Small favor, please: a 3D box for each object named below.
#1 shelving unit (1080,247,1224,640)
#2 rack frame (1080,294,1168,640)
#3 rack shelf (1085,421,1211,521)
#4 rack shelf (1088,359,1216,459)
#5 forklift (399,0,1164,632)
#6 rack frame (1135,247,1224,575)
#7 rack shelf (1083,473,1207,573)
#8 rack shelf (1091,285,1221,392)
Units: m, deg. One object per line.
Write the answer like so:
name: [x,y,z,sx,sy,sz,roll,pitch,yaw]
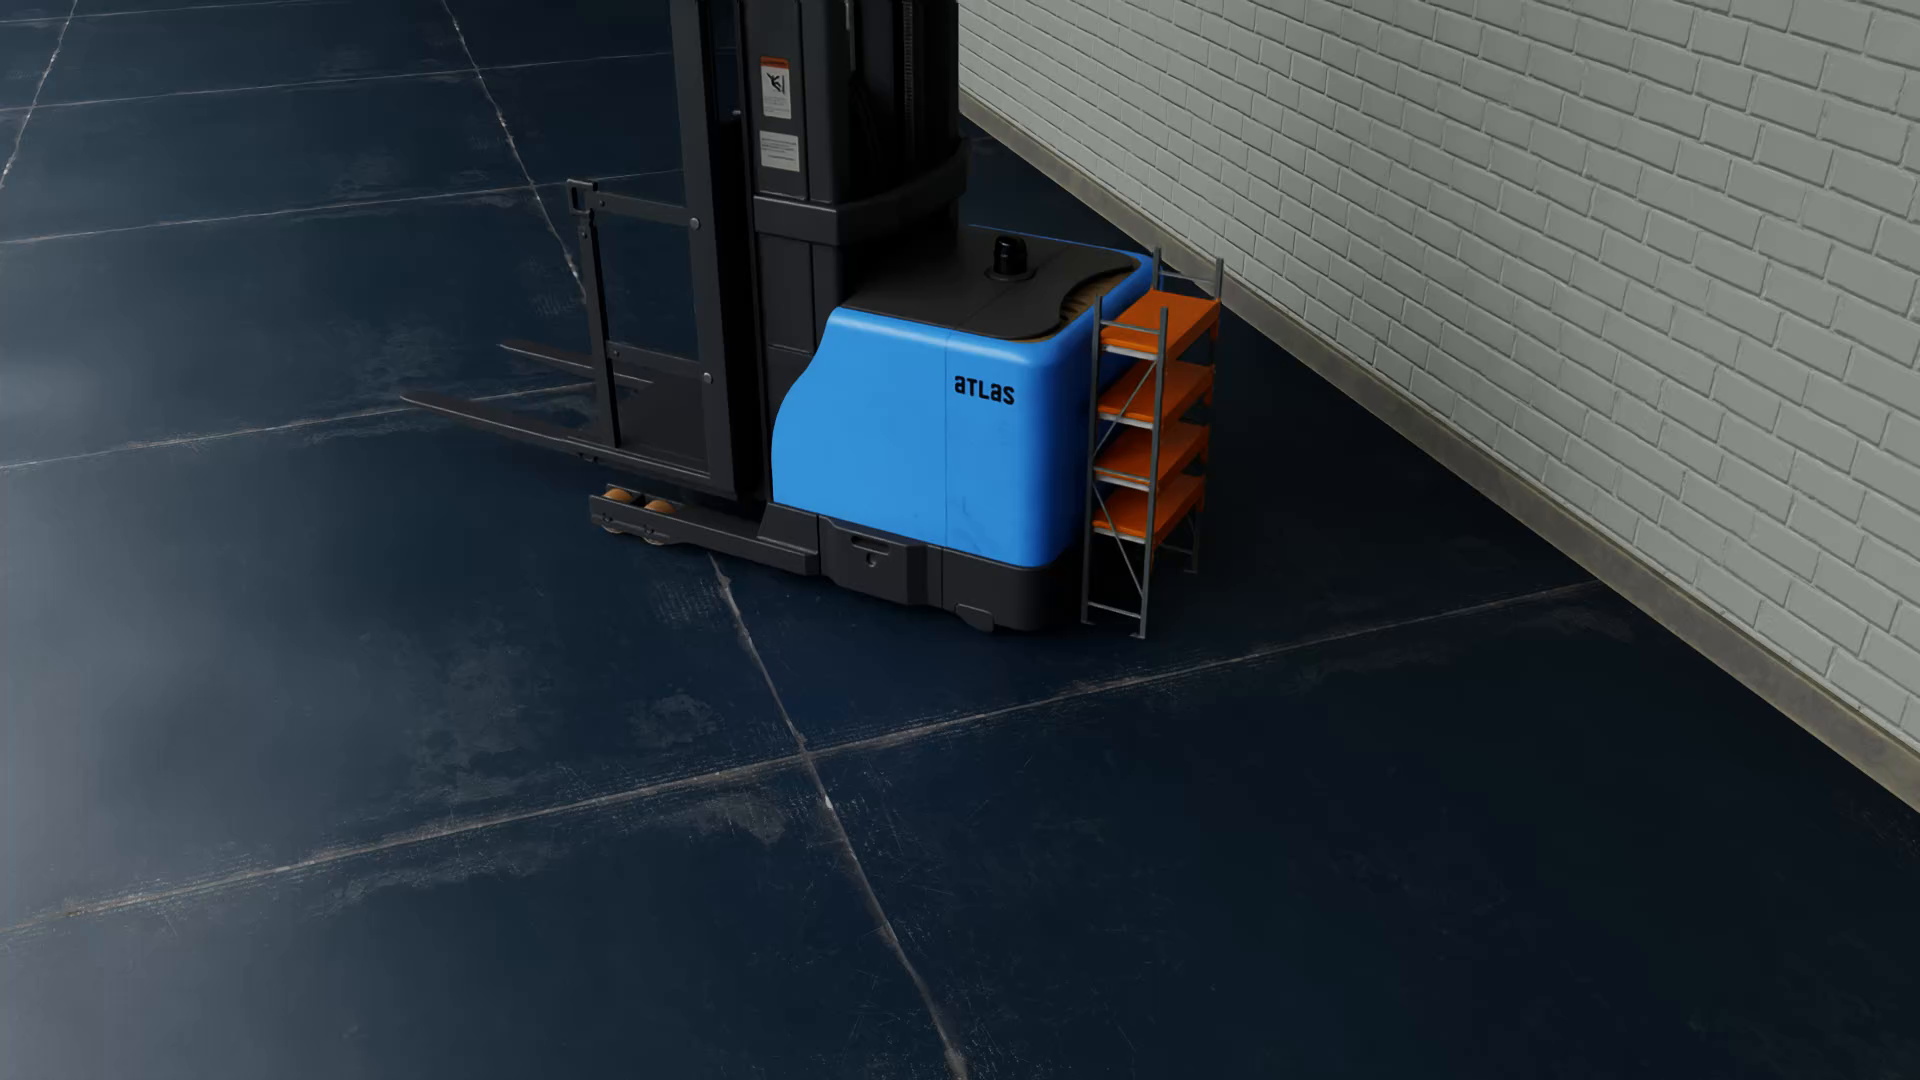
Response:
shelving unit: [0.640,-0.319,5.597,0.258,1.200,0.503,15,33,24]
rack frame: [0.526,-0.212,5.410,0.240,1.200,0.015,15,33,24]
rack shelf: [0.640,-0.260,5.631,0.258,0.148,0.480,15,33,24]
rack shelf: [0.641,-0.455,5.520,0.258,0.148,0.480,15,33,24]
forklift: [-0.818,-1.467,5.864,3.031,2.935,1.130,15,33,24]
rack frame: [0.755,-0.425,5.785,0.240,1.200,0.015,15,33,24]
rack shelf: [0.640,-0.088,5.729,0.258,0.148,0.480,15,33,24]
rack shelf: [0.641,-0.660,5.403,0.258,0.148,0.480,15,33,24]
